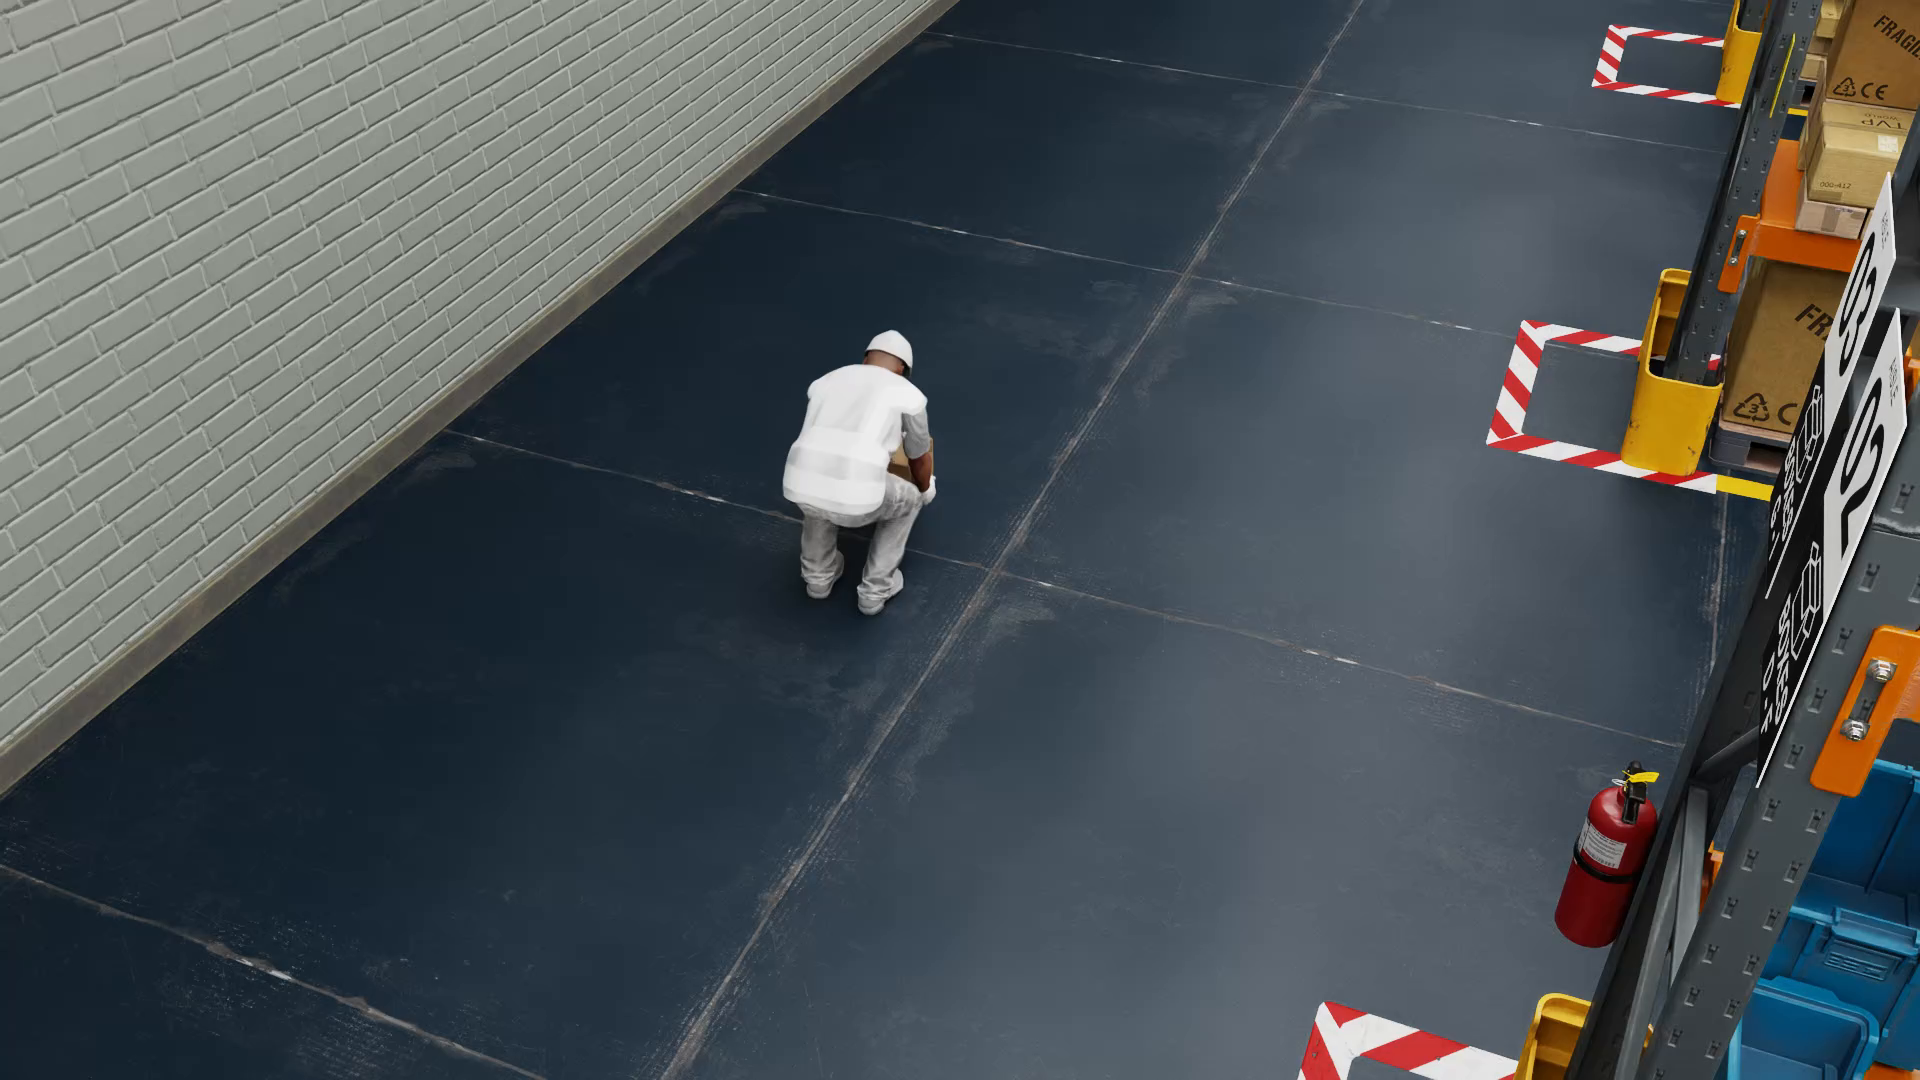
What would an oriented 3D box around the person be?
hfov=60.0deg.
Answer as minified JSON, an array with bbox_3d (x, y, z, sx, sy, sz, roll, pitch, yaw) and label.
[{"bbox_3d":[-0.427,-0.273,7.149,0.546,0.994,0.965,13,39,16],"label":"person"}]
